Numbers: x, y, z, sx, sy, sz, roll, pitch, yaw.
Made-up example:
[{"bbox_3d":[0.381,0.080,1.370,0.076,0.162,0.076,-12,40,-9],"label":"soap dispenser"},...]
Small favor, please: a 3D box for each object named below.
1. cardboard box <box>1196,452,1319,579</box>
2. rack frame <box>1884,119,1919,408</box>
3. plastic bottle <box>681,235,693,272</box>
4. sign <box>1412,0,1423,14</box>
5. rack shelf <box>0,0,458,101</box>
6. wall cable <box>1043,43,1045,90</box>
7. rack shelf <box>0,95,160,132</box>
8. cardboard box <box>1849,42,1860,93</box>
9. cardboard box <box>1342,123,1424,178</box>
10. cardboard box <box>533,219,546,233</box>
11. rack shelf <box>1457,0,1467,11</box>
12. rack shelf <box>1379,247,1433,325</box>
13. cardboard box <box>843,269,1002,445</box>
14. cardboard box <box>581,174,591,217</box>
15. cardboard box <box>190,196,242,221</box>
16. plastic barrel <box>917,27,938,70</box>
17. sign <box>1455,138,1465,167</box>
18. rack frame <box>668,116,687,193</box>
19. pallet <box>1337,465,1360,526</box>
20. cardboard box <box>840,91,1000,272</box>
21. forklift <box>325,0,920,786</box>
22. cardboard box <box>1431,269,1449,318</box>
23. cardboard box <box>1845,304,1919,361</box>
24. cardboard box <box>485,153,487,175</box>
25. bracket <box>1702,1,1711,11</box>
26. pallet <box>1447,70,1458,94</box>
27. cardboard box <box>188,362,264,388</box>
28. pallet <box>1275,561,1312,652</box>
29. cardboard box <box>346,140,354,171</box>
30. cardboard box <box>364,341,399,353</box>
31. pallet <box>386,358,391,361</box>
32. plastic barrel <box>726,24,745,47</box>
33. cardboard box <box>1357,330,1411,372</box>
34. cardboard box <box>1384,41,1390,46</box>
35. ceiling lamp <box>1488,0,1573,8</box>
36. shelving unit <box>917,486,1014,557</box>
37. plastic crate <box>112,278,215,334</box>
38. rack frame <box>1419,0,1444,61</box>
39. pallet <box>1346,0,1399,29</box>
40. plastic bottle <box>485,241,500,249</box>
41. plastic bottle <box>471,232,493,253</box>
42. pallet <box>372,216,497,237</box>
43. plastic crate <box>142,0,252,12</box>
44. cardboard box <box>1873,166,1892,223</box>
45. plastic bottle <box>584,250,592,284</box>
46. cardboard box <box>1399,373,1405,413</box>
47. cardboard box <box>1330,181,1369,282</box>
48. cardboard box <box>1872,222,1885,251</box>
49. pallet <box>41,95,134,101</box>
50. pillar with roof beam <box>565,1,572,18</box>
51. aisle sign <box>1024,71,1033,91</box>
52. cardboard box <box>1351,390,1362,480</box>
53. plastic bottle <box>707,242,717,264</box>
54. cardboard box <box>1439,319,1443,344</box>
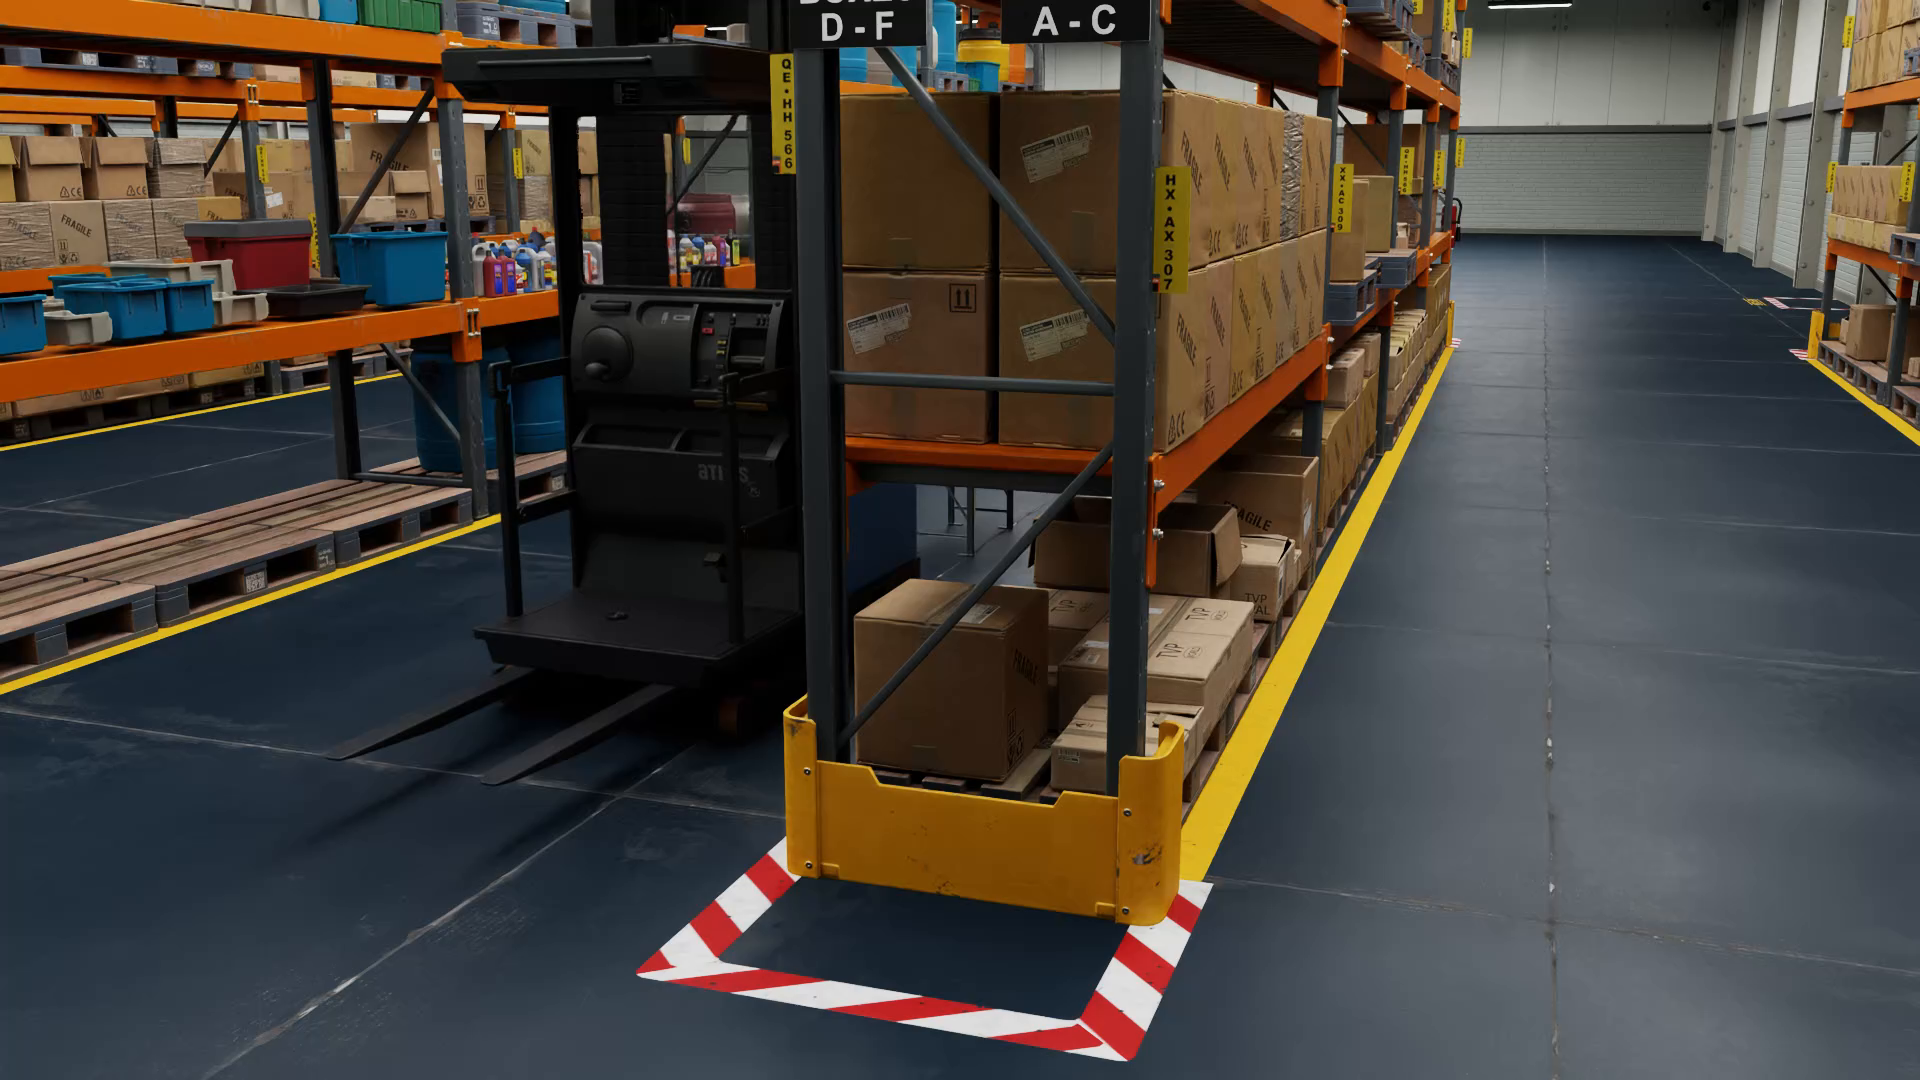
[{"bbox_3d":[1.416,-0.126,7.927,0.500,0.500,0.500,4,14,18],"label":"cardboard box"},{"bbox_3d":[8.609,-2.599,14.134,1.000,3.000,0.127,4,14,18],"label":"rack frame"},{"bbox_3d":[-2.042,-2.138,12.403,0.097,0.271,0.097,0,13,0],"label":"plastic bottle"},{"bbox_3d":[3.139,-3.788,11.439,0.100,0.325,0.005,4,14,18],"label":"sign"},{"bbox_3d":[-4.001,-2.318,7.780,1.077,0.370,4.000,4,14,18],"label":"rack shelf"},{"bbox_3d":[1.578,-16.237,52.762,2.305,6.003,0.169,4,14,18],"label":"wall cable"},{"bbox_3d":[-10.760,-4.738,18.381,1.077,0.370,4.000,4,14,18],"label":"rack shelf"},{"bbox_3d":[9.558,-4.910,17.247,0.500,0.500,0.500,5,14,20],"label":"cardboard box"},{"bbox_3d":[4.058,-3.730,15.949,0.700,0.500,0.500,4,14,19],"label":"cardboard box"},{"bbox_3d":[-5.005,-3.622,19.179,0.380,0.149,0.250,4,14,18],"label":"cardboard box"},{"bbox_3d":[4.567,-5.755,16.995,1.077,0.370,4.000,4,14,18],"label":"rack shelf"},{"bbox_3d":[3.273,-2.183,13.928,1.077,0.370,4.000,4,14,18],"label":"rack shelf"},{"bbox_3d":[-0.075,-0.591,5.111,0.500,0.500,0.500,5,14,20],"label":"cardboard box"},{"bbox_3d":[-4.986,-4.168,20.116,0.875,0.500,0.500,4,14,18],"label":"cardboard box"},{"bbox_3d":[-6.671,-2.754,14.587,0.500,0.500,0.500,5,14,20],"label":"cardboard box"},{"bbox_3d":[-0.440,-5.110,17.201,0.421,0.512,0.421,0,13,0],"label":"plastic barrel"},{"bbox_3d":[5.723,-4.435,19.044,0.100,0.325,0.005,4,14,18],"label":"sign"},{"bbox_3d":[-4.158,-4.511,22.511,1.000,3.000,0.127,4,14,18],"label":"rack frame"},{"bbox_3d":[1.952,-0.343,10.515,1.003,0.211,1.213,4,14,18],"label":"pallet"},{"bbox_3d":[-0.079,-1.078,4.998,0.500,0.500,0.500,4,14,18],"label":"cardboard box"},{"bbox_3d":[-1.197,-0.793,6.373,1.130,2.935,3.031,5,14,21],"label":"forklift"},{"bbox_3d":[5.013,-2.681,18.043,0.500,0.500,0.500,4,14,18],"label":"cardboard box"},{"bbox_3d":[9.125,-2.027,16.256,0.700,0.500,0.500,3,13,15],"label":"cardboard box"},{"bbox_3d":[-5.567,-4.465,19.168,0.500,0.500,0.500,4,14,18],"label":"cardboard box"},{"bbox_3d":[20.767,-14.840,46.193,0.235,0.232,0.430,4,14,18],"label":"bracket"},{"bbox_3d":[4.961,-5.069,18.415,1.003,0.211,1.213,4,14,18],"label":"pallet"},{"bbox_3d":[-6.989,-1.852,14.691,1.225,0.875,0.875,4,13,16],"label":"cardboard box"},{"bbox_3d":[1.109,0.234,7.990,1.003,0.211,1.213,4,14,18],"label":"pallet"},{"bbox_3d":[-8.975,-5.414,23.702,0.875,0.550,0.550,4,14,18],"label":"cardboard box"},{"bbox_3d":[-6.204,-2.203,17.026,0.700,0.500,0.500,6,14,23],"label":"cardboard box"},{"bbox_3d":[-5.703,-2.145,18.413,1.003,0.211,1.213,4,14,18],"label":"pallet"},{"bbox_3d":[-1.669,-4.030,13.413,0.421,0.512,0.421,0,13,0],"label":"plastic barrel"},{"bbox_3d":[3.403,-1.558,13.547,0.500,0.311,0.500,4,13,17],"label":"cardboard box"},{"bbox_3d":[2.183,-3.313,10.295,0.910,0.500,0.500,4,14,18],"label":"cardboard box"},{"bbox_3d":[14.258,-14.862,41.263,2.000,3.185,0.800,4,14,18],"label":"ceiling lamp"},{"bbox_3d":[0.002,-0.733,9.327,0.431,1.500,0.755,4,14,18],"label":"shelving unit"},{"bbox_3d":[-3.734,-1.102,7.817,0.416,0.233,0.300,4,14,18],"label":"plastic crate"},{"bbox_3d":[3.920,-5.880,15.026,1.000,3.000,0.127,4,14,18],"label":"rack frame"},{"bbox_3d":[1.609,-2.773,8.580,1.213,0.211,1.003,4,14,18],"label":"pallet"},{"bbox_3d":[-3.207,-1.885,11.285,0.152,0.276,0.135,4,14,18],"label":"plastic bottle"},{"bbox_3d":[-3.170,-1.849,10.961,0.144,0.351,0.185,4,14,18],"label":"plastic bottle"},{"bbox_3d":[-5.837,-3.425,18.184,1.003,0.211,1.213,4,14,18],"label":"pallet"},{"bbox_3d":[-3.639,-2.635,7.816,0.437,0.282,0.530,4,14,18],"label":"plastic crate"},{"bbox_3d":[8.625,-3.129,15.061,0.500,0.500,0.500,4,14,18],"label":"cardboard box"},{"bbox_3d":[-2.544,-1.832,11.054,0.152,0.276,0.135,4,14,18],"label":"plastic bottle"},{"bbox_3d":[3.235,-1.172,13.117,0.500,0.250,0.500,4,13,17],"label":"cardboard box"},{"bbox_3d":[1.697,-1.608,8.622,0.700,0.500,0.500,0,13,-1],"label":"cardboard box"},{"bbox_3d":[8.644,-2.761,15.138,0.500,0.250,0.500,4,14,19],"label":"cardboard box"},{"bbox_3d":[-10.362,-5.220,19.305,0.805,0.209,1.217,4,13,16],"label":"pallet"},{"bbox_3d":[-7.472,-13.168,46.956,9.100,9.000,0.548,4,14,18],"label":"pillar with roof beam"},{"bbox_3d":[0.833,-5.416,20.632,0.394,0.787,0.004,4,14,18],"label":"aisle sign"},{"bbox_3d":[2.214,-0.675,10.332,0.500,0.500,0.500,4,13,16],"label":"cardboard box"},{"bbox_3d":[-1.916,-2.186,12.770,0.097,0.201,0.097,0,13,0],"label":"plastic bottle"},{"bbox_3d":[4.847,-2.210,17.667,0.500,0.250,0.500,4,14,18],"label":"cardboard box"}]
